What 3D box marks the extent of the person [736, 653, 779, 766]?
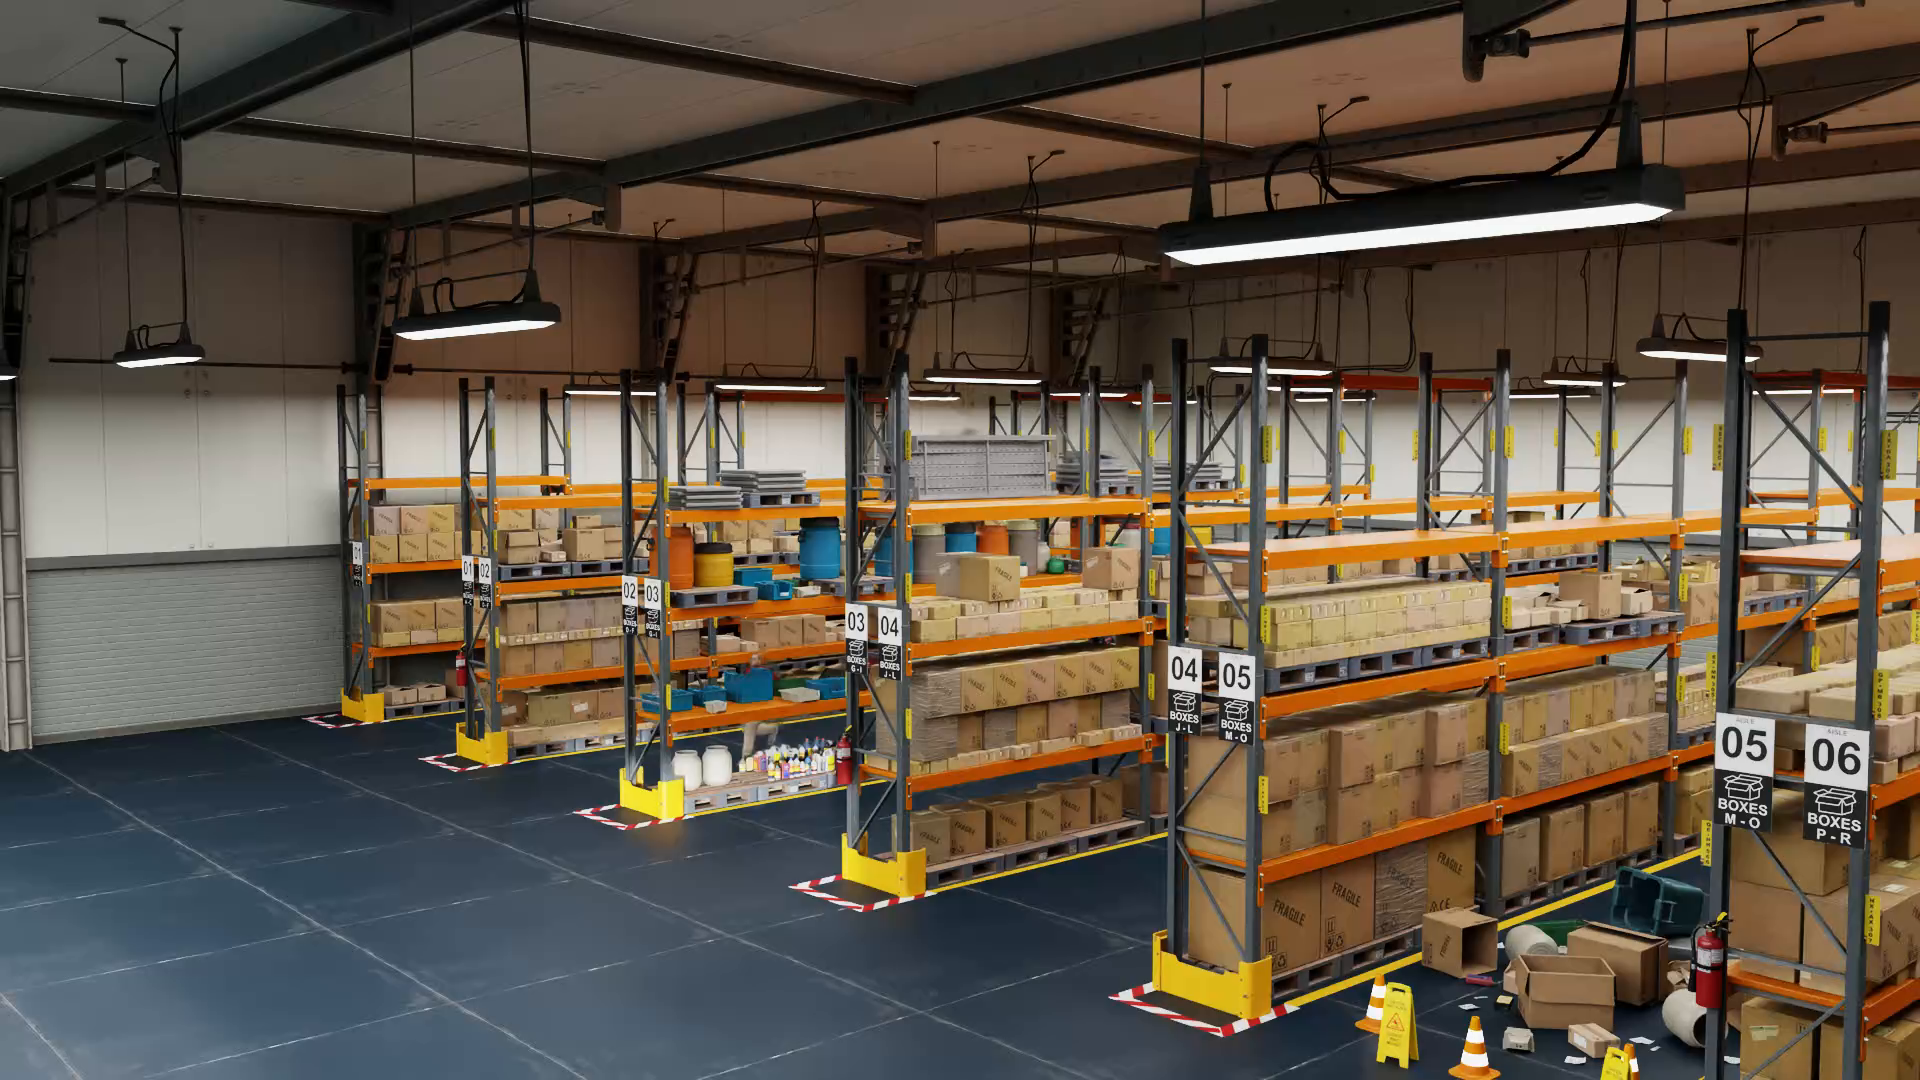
[{"bbox_3d":[-3.182,2.632,26.095,0.642,1.724,1.031,3,5,40],"label":"person"}]
